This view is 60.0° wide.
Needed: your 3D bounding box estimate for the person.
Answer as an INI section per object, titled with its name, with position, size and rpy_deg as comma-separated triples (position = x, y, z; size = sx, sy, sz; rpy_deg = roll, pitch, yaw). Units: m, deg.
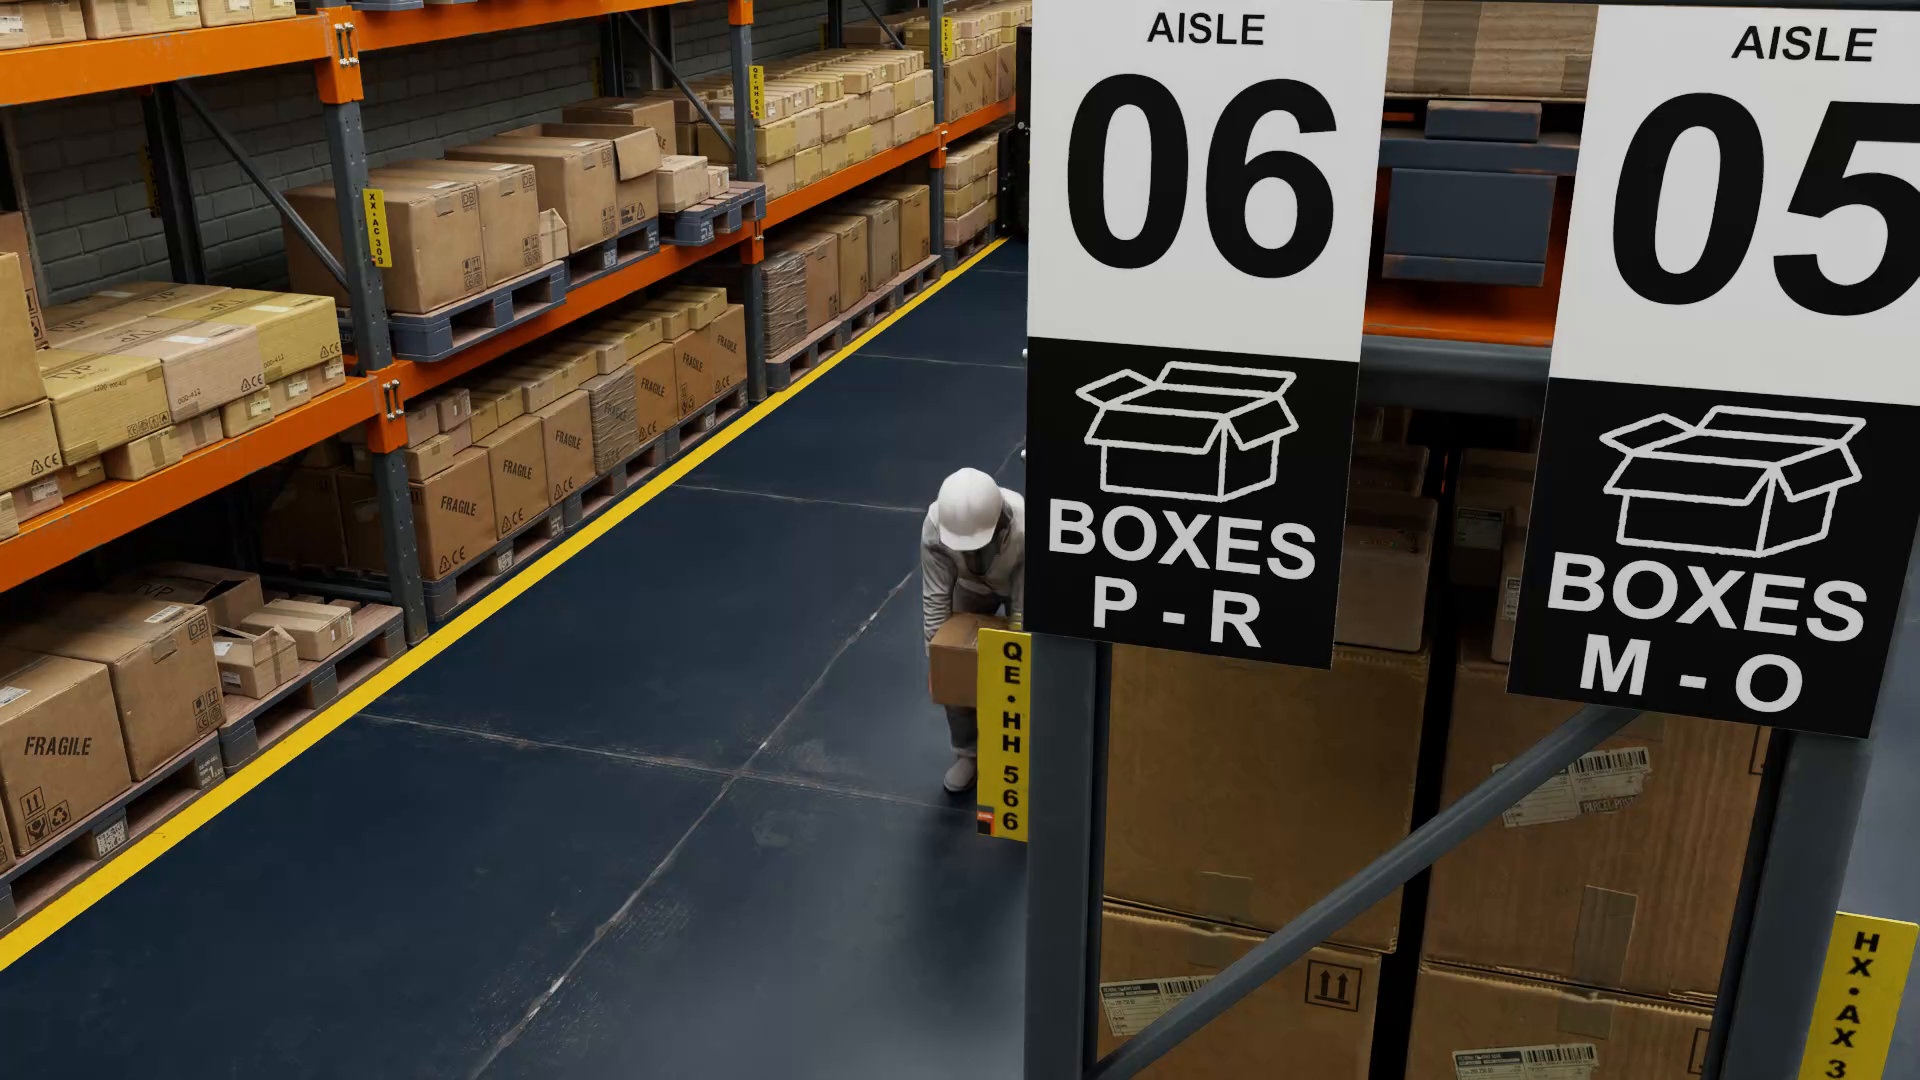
[person]
position = 0.108, 0.337, 6.116
size = 0.470, 1.476, 0.871
rpy_deg = 6, 22, 14
